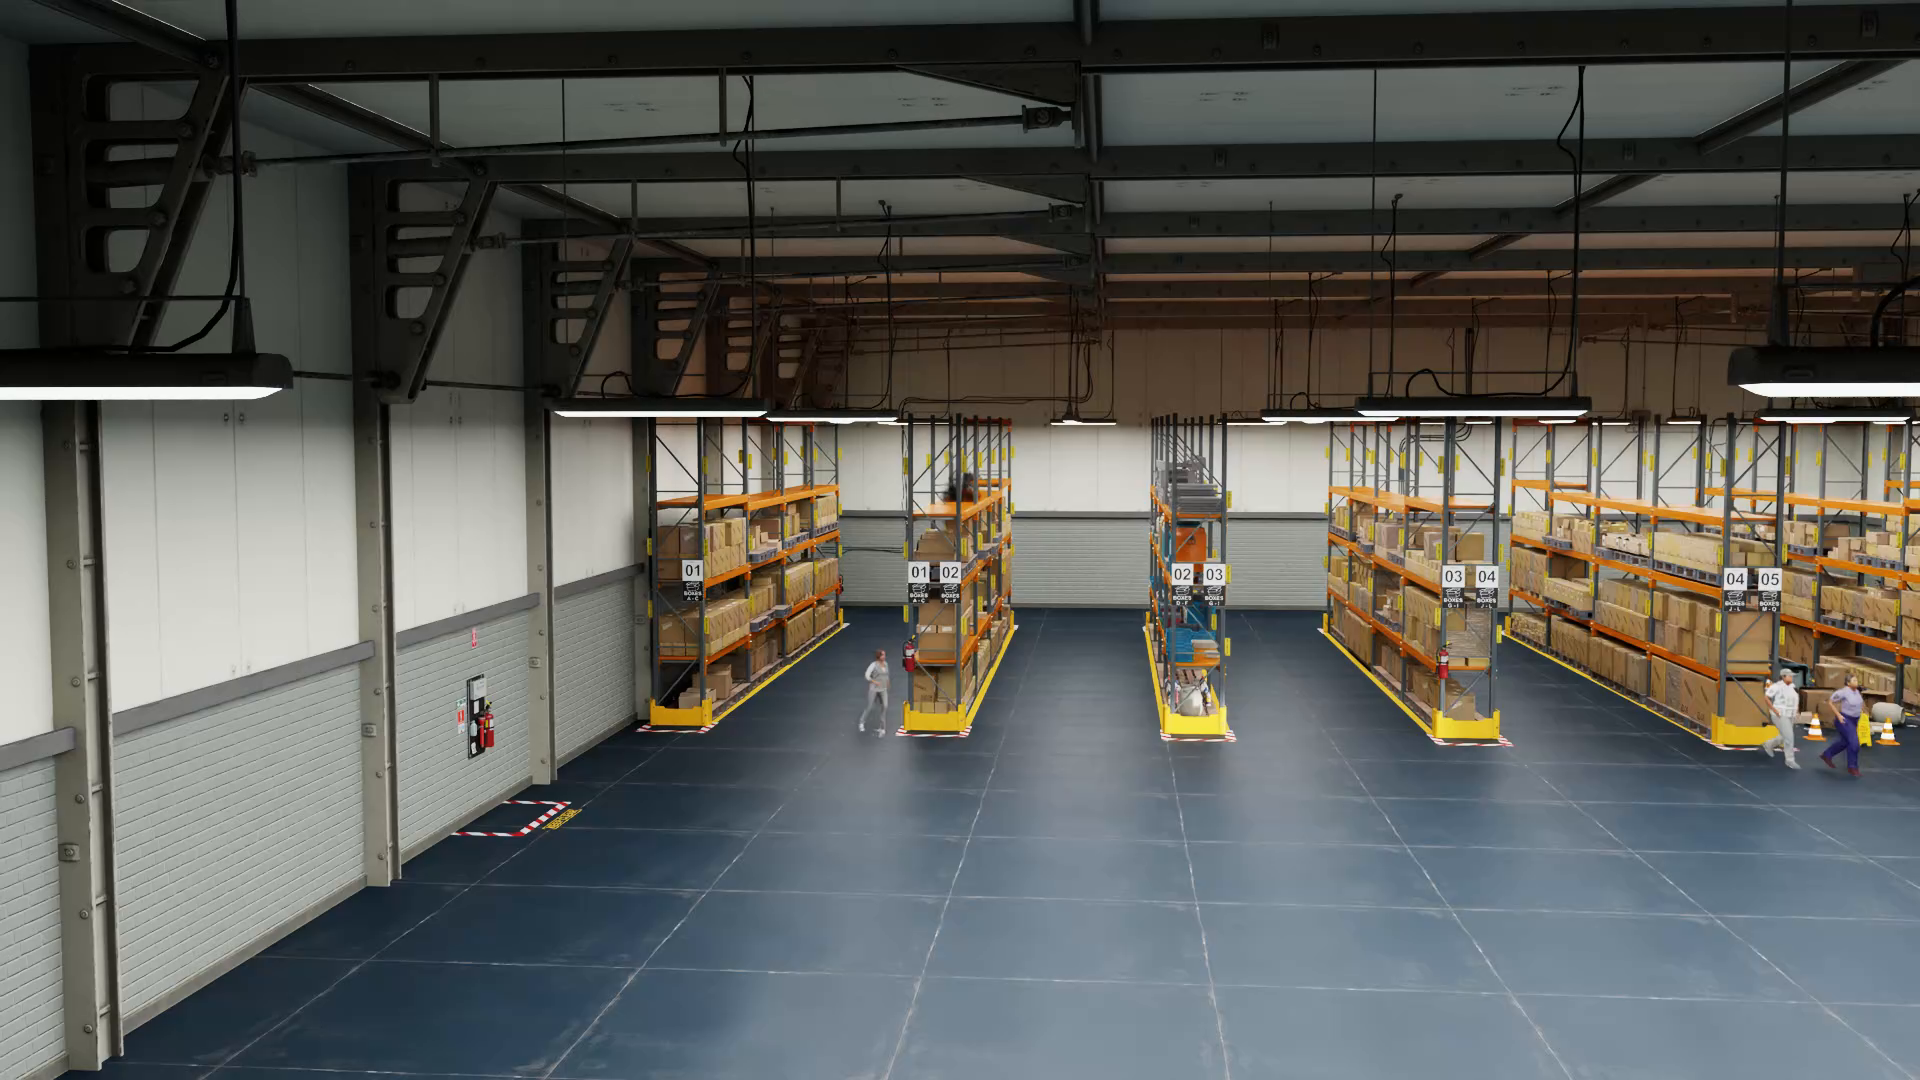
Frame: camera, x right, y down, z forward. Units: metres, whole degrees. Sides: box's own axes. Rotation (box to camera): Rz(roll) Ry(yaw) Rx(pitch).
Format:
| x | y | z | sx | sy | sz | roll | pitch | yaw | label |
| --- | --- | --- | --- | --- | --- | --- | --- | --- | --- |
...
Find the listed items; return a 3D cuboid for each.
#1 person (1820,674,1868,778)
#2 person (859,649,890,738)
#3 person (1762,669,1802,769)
| x | y | z | sx | sy | sz | roll | pitch | yaw | label |
| --- | --- | --- | --- | --- | --- | --- | --- | --- | --- |
| 14.666 | 3.055 | 27.548 | 0.599 | 1.695 | 0.766 | -3 | 5 | -33 | person |
| -1.517 | 2.838 | 31.086 | 0.594 | 1.609 | 0.780 | -3 | 5 | -33 | person |
| 13.996 | 3.013 | 28.307 | 0.622 | 1.678 | 0.863 | -2 | 4 | -24 | person |
